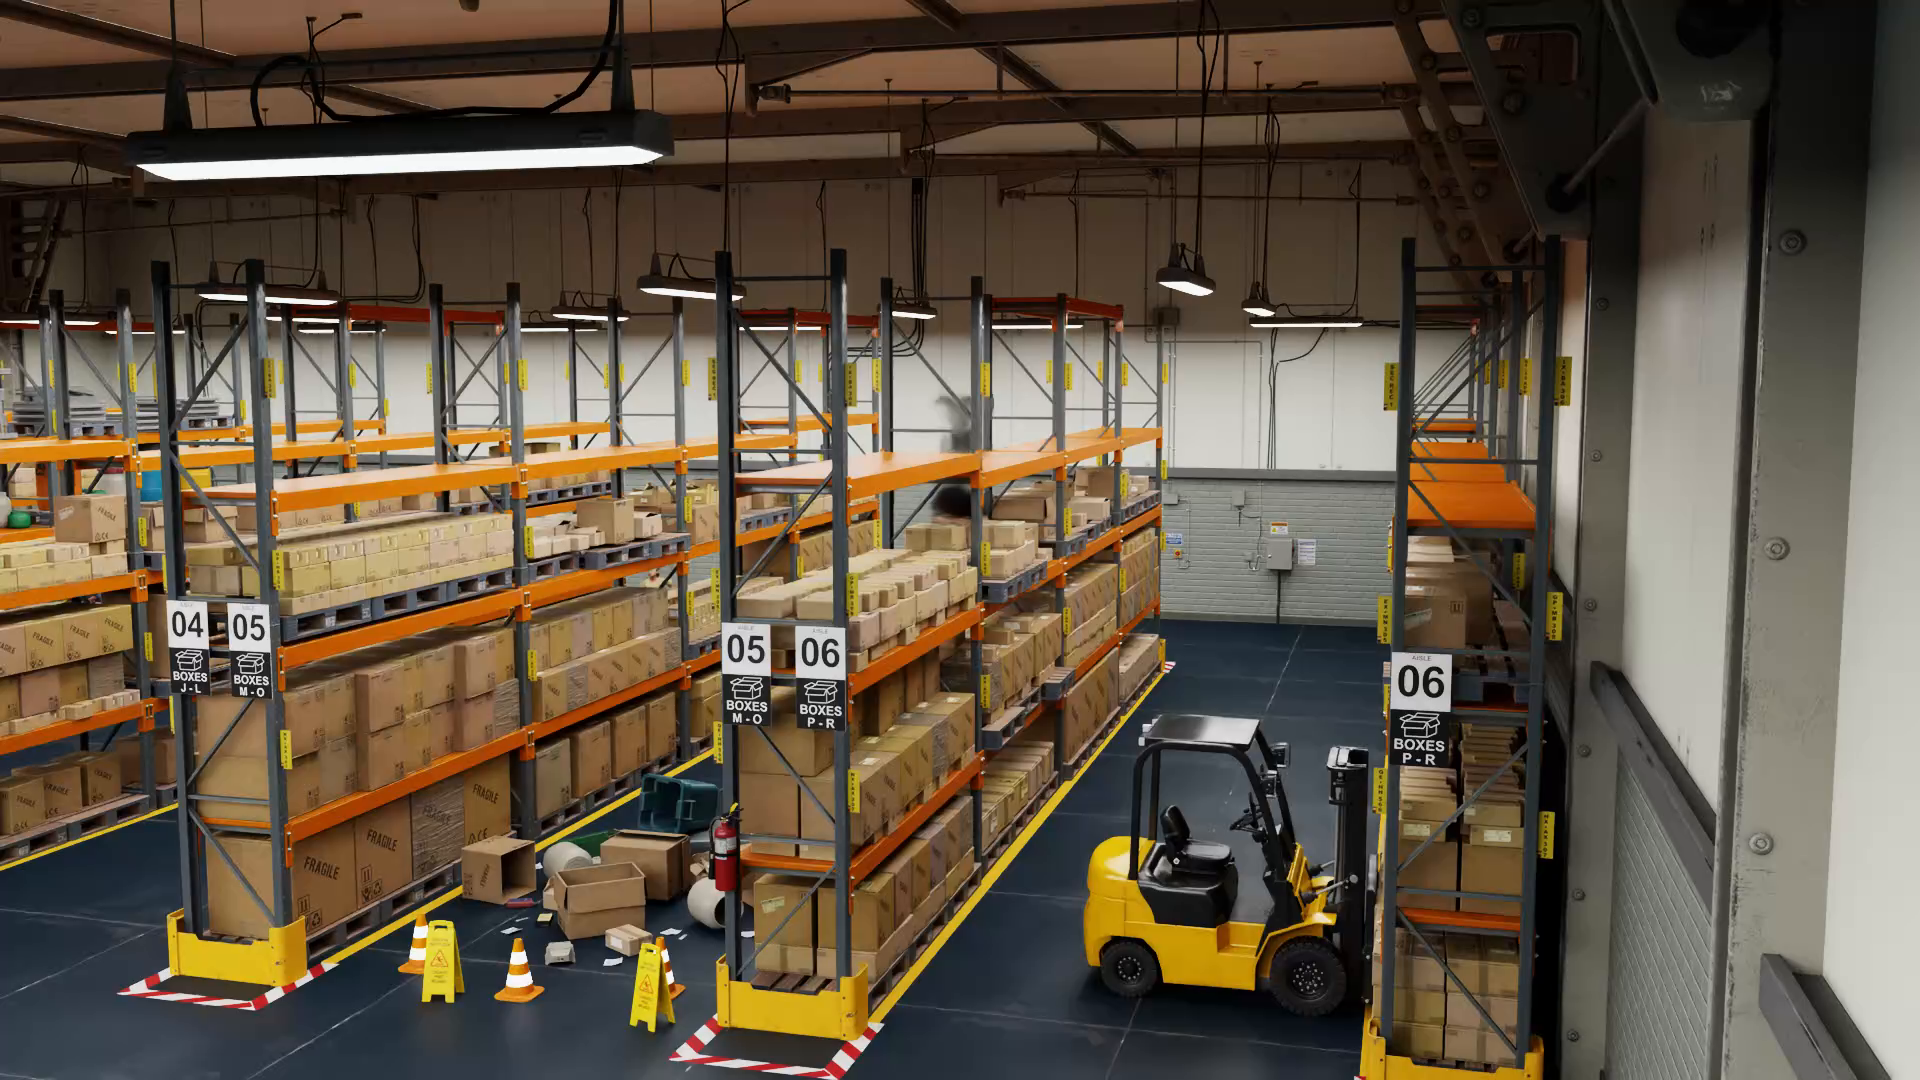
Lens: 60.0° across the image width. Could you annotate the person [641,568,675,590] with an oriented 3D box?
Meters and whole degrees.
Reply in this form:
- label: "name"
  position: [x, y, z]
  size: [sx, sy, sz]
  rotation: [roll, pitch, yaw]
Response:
- label: "person"
  position: [-5.340, 1.249, 29.289]
  size: [0.524, 1.700, 0.717]
  rotation: [2, 6, 18]
